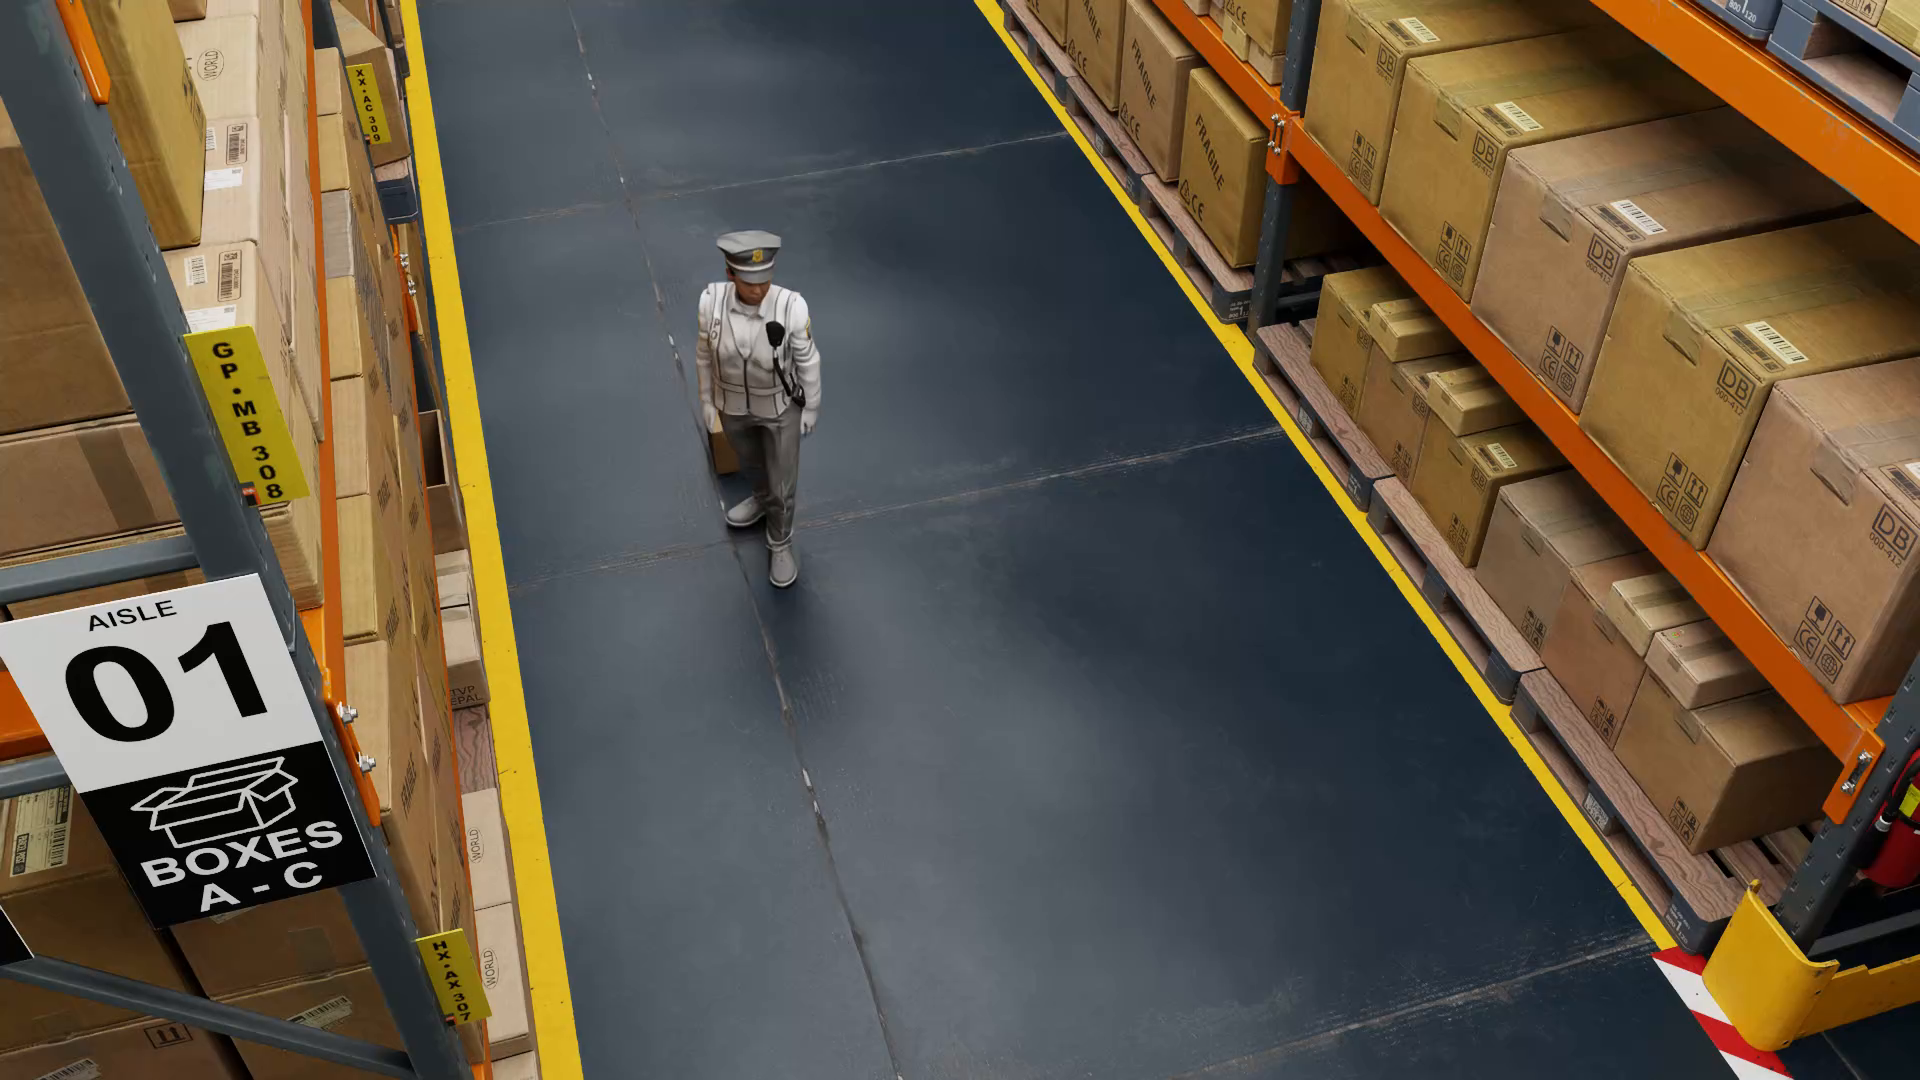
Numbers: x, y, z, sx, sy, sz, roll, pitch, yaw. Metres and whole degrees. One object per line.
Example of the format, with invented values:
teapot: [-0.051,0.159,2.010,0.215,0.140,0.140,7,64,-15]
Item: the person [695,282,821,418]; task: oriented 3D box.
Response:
person: [-0.817,-0.761,6.544,0.504,0.621,0.339,6,43,7]
